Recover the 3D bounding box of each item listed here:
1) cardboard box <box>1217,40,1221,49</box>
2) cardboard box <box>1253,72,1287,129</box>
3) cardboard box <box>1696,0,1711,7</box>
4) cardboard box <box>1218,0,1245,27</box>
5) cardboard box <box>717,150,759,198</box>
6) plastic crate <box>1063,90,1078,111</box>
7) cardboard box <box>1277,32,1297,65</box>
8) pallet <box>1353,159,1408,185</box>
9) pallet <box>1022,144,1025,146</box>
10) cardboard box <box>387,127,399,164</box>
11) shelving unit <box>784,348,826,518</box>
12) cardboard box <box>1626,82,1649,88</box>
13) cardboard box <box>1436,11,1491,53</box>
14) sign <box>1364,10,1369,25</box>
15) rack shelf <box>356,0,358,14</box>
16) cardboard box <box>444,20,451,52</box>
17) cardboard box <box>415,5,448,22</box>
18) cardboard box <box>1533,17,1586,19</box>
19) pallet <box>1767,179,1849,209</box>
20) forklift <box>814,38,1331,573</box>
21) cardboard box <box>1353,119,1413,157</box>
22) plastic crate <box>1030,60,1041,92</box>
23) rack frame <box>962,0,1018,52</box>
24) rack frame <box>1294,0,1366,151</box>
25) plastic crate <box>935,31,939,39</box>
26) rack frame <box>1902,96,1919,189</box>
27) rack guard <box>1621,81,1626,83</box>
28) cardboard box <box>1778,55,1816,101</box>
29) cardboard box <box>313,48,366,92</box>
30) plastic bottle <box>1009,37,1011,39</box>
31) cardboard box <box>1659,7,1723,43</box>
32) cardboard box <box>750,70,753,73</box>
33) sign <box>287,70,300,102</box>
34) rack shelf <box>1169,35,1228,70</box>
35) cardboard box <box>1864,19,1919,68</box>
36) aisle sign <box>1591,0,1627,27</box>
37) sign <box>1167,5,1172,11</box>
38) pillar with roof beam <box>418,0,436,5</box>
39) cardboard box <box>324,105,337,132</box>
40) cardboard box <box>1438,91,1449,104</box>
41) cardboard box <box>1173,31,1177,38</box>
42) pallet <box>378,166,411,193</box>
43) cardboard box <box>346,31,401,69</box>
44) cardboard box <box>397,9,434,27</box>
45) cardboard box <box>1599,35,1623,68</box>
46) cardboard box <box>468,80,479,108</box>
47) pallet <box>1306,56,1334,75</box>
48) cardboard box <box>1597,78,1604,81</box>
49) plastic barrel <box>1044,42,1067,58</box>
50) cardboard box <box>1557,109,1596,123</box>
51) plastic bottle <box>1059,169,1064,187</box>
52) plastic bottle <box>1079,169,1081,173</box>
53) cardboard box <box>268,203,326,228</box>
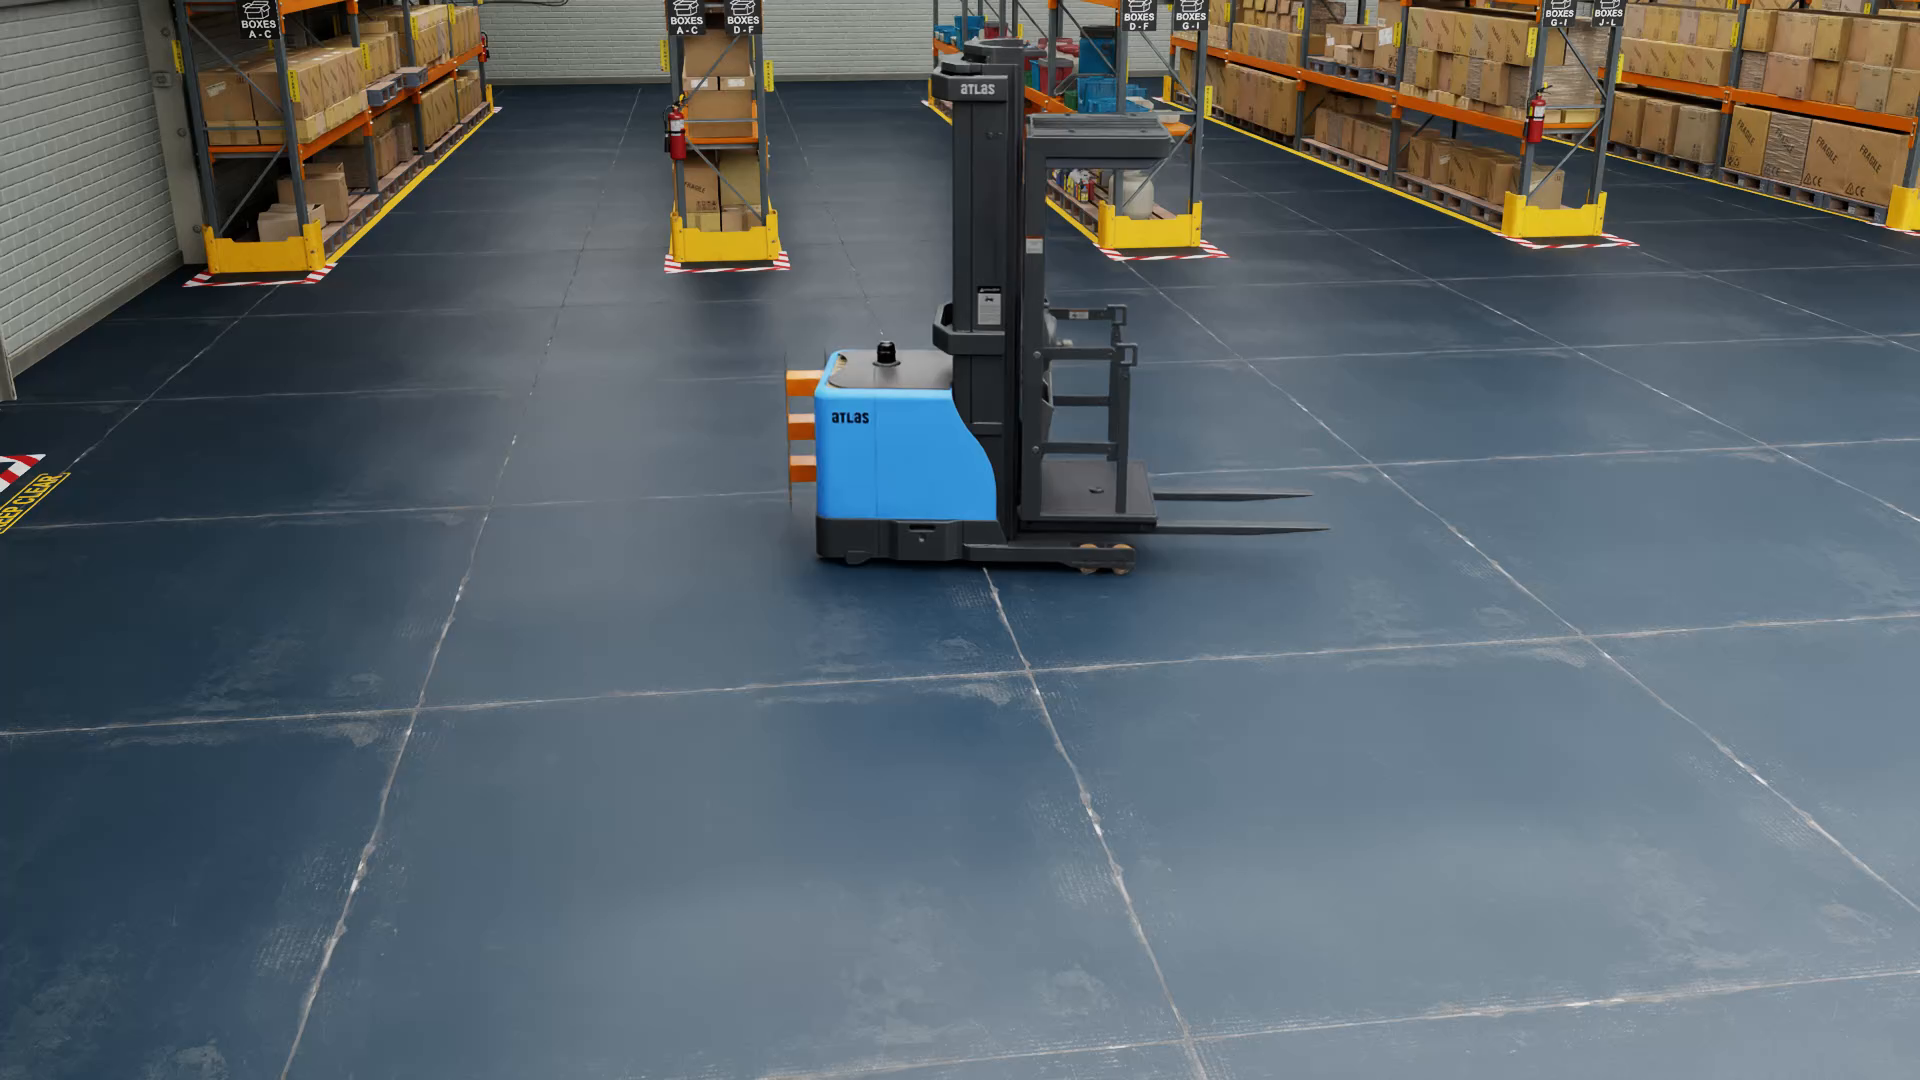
[{"bbox_3d":[5.033,-9.301,31.190,0.380,0.149,0.250,-3,21,-7],"label":"cardboard box"},{"bbox_3d":[5.816,-7.606,28.729,1.225,0.875,0.875,-3,21,-8],"label":"cardboard box"},{"bbox_3d":[14.839,-10.581,32.686,0.500,0.500,0.500,-3,21,-9],"label":"cardboard box"},{"bbox_3d":[5.108,-9.806,30.902,0.500,0.500,0.500,-2,21,-6],"label":"cardboard box"},{"bbox_3d":[-2.650,-4.389,19.939,0.500,0.500,0.500,-3,21,-8],"label":"cardboard box"},{"bbox_3d":[1.607,-5.637,21.324,0.450,0.188,0.662,-3,21,-8],"label":"plastic crate"},{"bbox_3d":[5.633,-8.233,27.830,0.500,0.500,0.500,-3,21,-8],"label":"cardboard box"},{"bbox_3d":[6.479,-5.433,24.462,1.003,0.211,1.213,-3,21,-8],"label":"pallet"},{"bbox_3d":[0.960,-6.570,27.505,1.003,0.211,1.213,-3,21,-8],"label":"pallet"},{"bbox_3d":[-8.575,-5.710,24.161,0.700,0.500,0.500,-3,21,-8],"label":"cardboard box"},{"bbox_3d":[-0.962,-0.672,10.516,0.252,1.050,0.215,-1,20,-4],"label":"shelving unit"},{"bbox_3d":[14.863,-9.898,35.491,0.875,0.438,0.875,-4,21,-10],"label":"cardboard box"},{"bbox_3d":[6.551,-6.610,21.630,0.500,0.500,0.500,-3,21,-8],"label":"cardboard box"},{"bbox_3d":[6.551,-8.391,26.854,0.100,0.325,0.005,-3,21,-8],"label":"sign"},{"bbox_3d":[-8.401,-7.481,22.701,1.077,0.370,4.000,-3,21,-8],"label":"rack shelf"},{"bbox_3d":[-8.950,-8.539,28.195,0.500,0.500,0.500,-3,21,-9],"label":"cardboard box"},{"bbox_3d":[-8.945,-8.889,28.059,0.500,0.250,0.500,-2,21,-6],"label":"cardboard box"},{"bbox_3d":[7.294,-6.118,20.311,0.500,0.500,0.500,-3,21,-8],"label":"cardboard box"},{"bbox_3d":[11.726,-4.689,22.468,1.003,0.211,1.213,-3,21,-8],"label":"pallet"},{"bbox_3d":[0.679,-1.369,9.692,3.031,2.935,1.130,1,20,2],"label":"forklift"},{"bbox_3d":[6.394,-6.079,25.148,0.700,0.500,0.500,-5,21,-12],"label":"cardboard box"},{"bbox_3d":[1.224,-6.579,23.567,0.392,0.384,0.575,-3,21,-8],"label":"plastic crate"},{"bbox_3d":[0.538,-8.990,30.000,1.000,3.000,0.127,-3,21,-8],"label":"rack frame"},{"bbox_3d":[6.016,-7.855,26.961,1.000,3.000,0.127,-3,21,-8],"label":"rack frame"},{"bbox_3d":[-0.365,-10.062,33.162,0.250,0.136,0.298,-3,21,-8],"label":"plastic crate"},{"bbox_3d":[12.092,-5.300,20.121,1.000,3.000,0.127,-3,21,-8],"label":"rack frame"},{"bbox_3d":[14.666,-9.962,36.175,1.175,0.500,0.348,-3,21,-8],"label":"rack guard"},{"bbox_3d":[11.643,-6.246,22.439,0.875,0.550,0.550,-3,21,-8],"label":"cardboard box"},{"bbox_3d":[-7.738,-5.863,20.741,0.500,0.500,0.500,-3,21,-8],"label":"cardboard box"},{"bbox_3d":[0.878,-8.594,29.010,0.144,0.351,0.185,-3,21,-8],"label":"plastic bottle"},{"bbox_3d":[11.218,-7.900,25.509,0.700,0.500,0.500,-3,21,-8],"label":"cardboard box"},{"bbox_3d":[-2.553,-5.262,18.948,0.380,0.149,0.250,-3,21,-8],"label":"cardboard box"},{"bbox_3d":[-6.999,-4.769,17.460,0.100,0.325,0.005,-3,21,-8],"label":"sign"},{"bbox_3d":[5.151,-9.596,32.649,1.077,0.370,4.000,-3,21,-8],"label":"rack shelf"},{"bbox_3d":[11.906,-6.193,20.752,0.875,0.550,0.550,-3,21,-8],"label":"cardboard box"},{"bbox_3d":[7.475,-6.297,19.073,0.394,0.787,0.004,-3,21,-8],"label":"aisle sign"},{"bbox_3d":[4.312,-11.042,34.142,0.100,0.325,0.005,-3,21,-8],"label":"sign"},{"bbox_3d":[-6.827,-13.794,34.288,9.100,9.000,0.400,-3,21,-8],"label":"pillar with roof beam"},{"bbox_3d":[-7.449,-4.816,19.008,0.500,0.250,0.500,-3,21,-9],"label":"cardboard box"},{"bbox_3d":[6.530,-5.831,21.901,0.380,0.149,0.250,-3,21,-8],"label":"cardboard box"},{"bbox_3d":[4.587,-10.368,34.047,0.380,0.149,0.250,-3,21,-7],"label":"cardboard box"},{"bbox_3d":[-8.405,-5.107,23.589,1.003,0.211,1.213,-3,21,-8],"label":"pallet"},{"bbox_3d":[-8.611,-7.196,24.425,0.700,0.500,0.500,-5,21,-14],"label":"cardboard box"},{"bbox_3d":[-8.733,-8.358,26.639,0.500,0.250,0.500,-3,21,-9],"label":"cardboard box"},{"bbox_3d":[10.736,-7.948,27.067,0.500,0.500,0.500,-3,21,-7],"label":"cardboard box"},{"bbox_3d":[-9.570,-8.491,31.635,0.700,0.500,0.500,-3,21,-8],"label":"cardboard box"},{"bbox_3d":[6.224,-7.524,26.348,1.213,0.211,1.003,-3,21,-8],"label":"pallet"},{"bbox_3d":[11.005,-7.874,28.911,0.500,0.250,0.500,-3,21,-8],"label":"cardboard box"},{"bbox_3d":[1.474,-7.312,25.347,0.421,0.512,0.421,0,20,0],"label":"plastic barrel"},{"bbox_3d":[7.364,-5.078,19.885,0.380,0.149,0.250,-3,21,-8],"label":"cardboard box"},{"bbox_3d":[1.397,-4.885,22.166,0.144,0.351,0.185,-2,21,-6],"label":"plastic bottle"},{"bbox_3d":[1.539,-4.892,22.185,0.144,0.351,0.185,-3,21,-8],"label":"plastic bottle"},{"bbox_3d":[-7.629,-3.724,19.113,0.500,0.311,0.500,-1,21,-3],"label":"cardboard box"}]
